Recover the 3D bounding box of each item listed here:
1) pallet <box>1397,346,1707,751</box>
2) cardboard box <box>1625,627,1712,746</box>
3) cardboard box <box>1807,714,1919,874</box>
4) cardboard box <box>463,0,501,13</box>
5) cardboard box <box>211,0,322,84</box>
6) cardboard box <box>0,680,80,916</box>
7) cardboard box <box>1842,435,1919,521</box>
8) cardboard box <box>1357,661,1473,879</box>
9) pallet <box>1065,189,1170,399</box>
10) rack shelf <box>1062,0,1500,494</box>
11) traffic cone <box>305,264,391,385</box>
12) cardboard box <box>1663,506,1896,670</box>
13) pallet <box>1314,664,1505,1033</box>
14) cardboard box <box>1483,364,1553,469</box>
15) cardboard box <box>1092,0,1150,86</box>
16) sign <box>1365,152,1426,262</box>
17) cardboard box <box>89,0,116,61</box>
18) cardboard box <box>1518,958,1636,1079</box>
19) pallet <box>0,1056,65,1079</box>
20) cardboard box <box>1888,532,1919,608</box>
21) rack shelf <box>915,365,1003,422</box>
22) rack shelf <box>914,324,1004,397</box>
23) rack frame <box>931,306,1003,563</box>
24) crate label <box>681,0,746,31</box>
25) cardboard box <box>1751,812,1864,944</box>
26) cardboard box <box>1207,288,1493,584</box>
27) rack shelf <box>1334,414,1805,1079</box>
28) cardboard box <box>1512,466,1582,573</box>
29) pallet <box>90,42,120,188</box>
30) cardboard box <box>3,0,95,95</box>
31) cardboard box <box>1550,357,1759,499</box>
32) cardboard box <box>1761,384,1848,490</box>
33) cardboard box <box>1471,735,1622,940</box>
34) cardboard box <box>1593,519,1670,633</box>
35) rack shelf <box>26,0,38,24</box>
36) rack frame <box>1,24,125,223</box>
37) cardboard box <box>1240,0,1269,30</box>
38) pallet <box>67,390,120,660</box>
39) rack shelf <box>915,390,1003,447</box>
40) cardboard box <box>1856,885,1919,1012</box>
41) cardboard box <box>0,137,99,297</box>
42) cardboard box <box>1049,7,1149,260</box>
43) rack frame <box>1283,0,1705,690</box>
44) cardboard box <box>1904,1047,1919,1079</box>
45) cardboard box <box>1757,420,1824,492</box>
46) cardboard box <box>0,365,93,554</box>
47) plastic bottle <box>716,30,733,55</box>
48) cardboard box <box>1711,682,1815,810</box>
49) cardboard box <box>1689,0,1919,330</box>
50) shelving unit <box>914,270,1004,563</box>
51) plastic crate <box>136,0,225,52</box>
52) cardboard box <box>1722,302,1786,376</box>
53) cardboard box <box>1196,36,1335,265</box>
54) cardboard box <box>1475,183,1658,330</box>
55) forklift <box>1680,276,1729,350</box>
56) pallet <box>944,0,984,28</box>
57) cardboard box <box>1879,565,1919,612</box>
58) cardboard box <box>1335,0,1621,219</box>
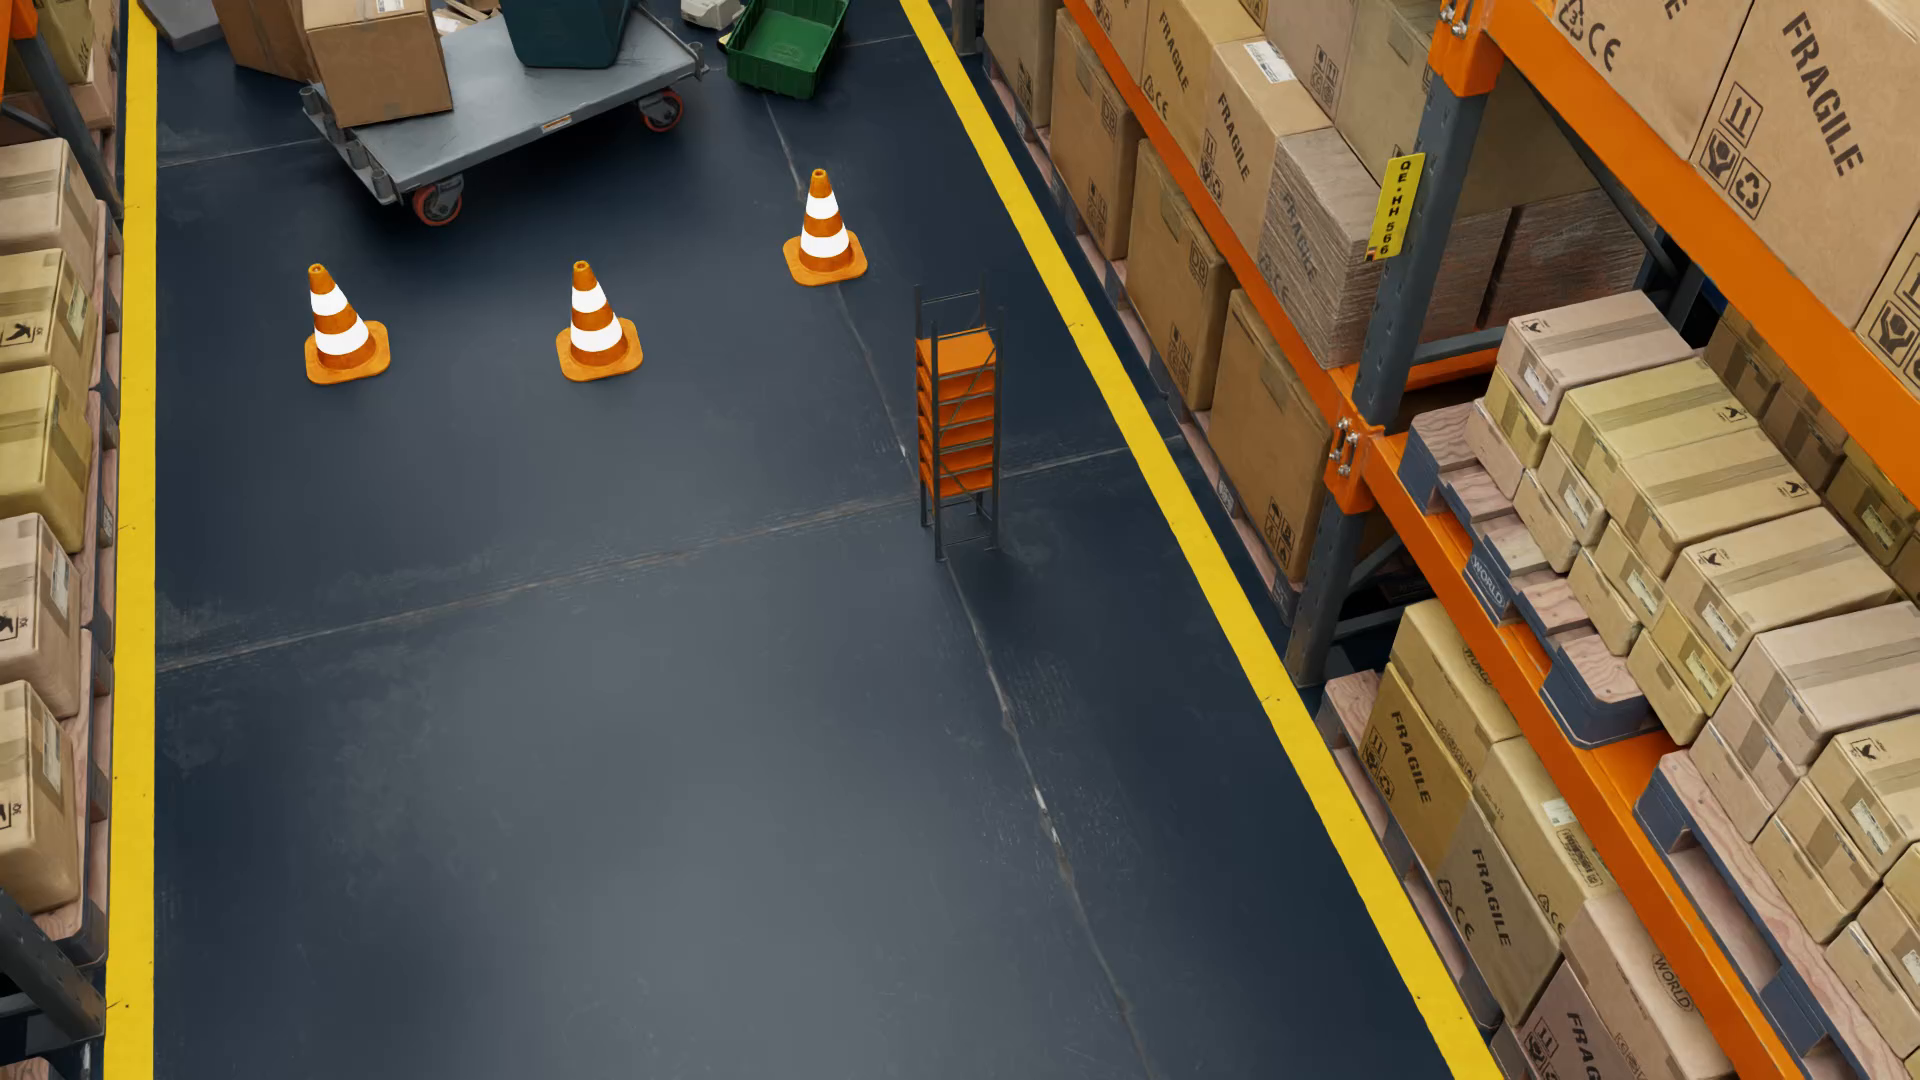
[{"bbox_3d":[1.951,-0.042,4.449,1.213,0.211,1.003,-13,51,-11],"label":"pallet"},{"bbox_3d":[1.818,0.307,3.919,0.380,0.149,0.250,-11,51,-9],"label":"cardboard box"},{"bbox_3d":[1.980,0.494,3.372,0.380,0.149,0.250,-12,51,-10],"label":"cardboard box"},{"bbox_3d":[-2.204,-3.098,8.444,0.797,0.637,0.503,-13,51,-11],"label":"cardboard box"},{"bbox_3d":[-3.261,-2.615,8.126,0.500,0.500,0.500,18,52,14],"label":"cardboard box"},{"bbox_3d":[-3.218,0.889,4.983,0.950,0.372,0.625,-16,52,-13],"label":"cardboard box"},{"bbox_3d":[2.371,-0.217,3.972,0.380,0.149,0.250,-12,51,-10],"label":"cardboard box"},{"bbox_3d":[1.604,0.644,5.106,0.500,0.500,0.500,-15,52,-13],"label":"cardboard box"},{"bbox_3d":[1.120,-1.184,7.110,1.003,0.211,1.213,-13,51,-11],"label":"pallet"},{"bbox_3d":[1.047,-1.830,6.301,1.077,0.370,4.000,-13,51,-11],"label":"rack shelf"},{"bbox_3d":[-2.539,-0.922,6.725,0.336,0.463,0.334,-13,51,-11],"label":"traffic cone"},{"bbox_3d":[1.818,0.104,3.701,0.380,0.149,0.250,-15,52,-12],"label":"cardboard box"},{"bbox_3d":[1.868,0.869,5.379,1.003,0.211,1.213,-13,51,-11],"label":"pallet"},{"bbox_3d":[1.589,-0.353,4.281,0.380,0.149,0.250,-11,51,-9],"label":"cardboard box"},{"bbox_3d":[0.799,-2.004,5.912,0.500,0.500,0.500,-13,51,-10],"label":"cardboard box"},{"bbox_3d":[1.109,-0.846,4.244,0.100,0.325,0.005,-13,51,-11],"label":"sign"},{"bbox_3d":[-4.329,-2.458,7.884,0.500,0.250,0.500,-11,51,-9],"label":"cardboard box"},{"bbox_3d":[1.912,1.384,4.481,0.500,0.500,0.500,-14,51,-12],"label":"cardboard box"},{"bbox_3d":[-2.900,2.084,4.355,1.003,0.211,1.213,-13,51,-11],"label":"pallet"},{"bbox_3d":[2.454,0.076,3.919,0.380,0.149,0.250,-13,51,-11],"label":"cardboard box"},{"bbox_3d":[-0.004,-0.523,5.651,0.258,0.103,0.180,-13,51,-11],"label":"rack shelf"},{"bbox_3d":[-0.004,-0.601,5.559,0.258,0.103,0.180,-13,51,-11],"label":"rack shelf"},{"bbox_3d":[0.023,-0.330,5.744,0.240,1.200,0.006,-13,51,-11],"label":"rack frame"},{"bbox_3d":[-1.273,-2.726,8.458,0.250,0.136,0.298,26,55,20],"label":"crate label"},{"bbox_3d":[1.972,0.685,3.600,0.380,0.149,0.250,-13,51,-10],"label":"cardboard box"},{"bbox_3d":[1.544,-0.476,5.886,1.050,0.750,0.750,-14,51,-11],"label":"cardboard box"},{"bbox_3d":[2.230,1.092,3.838,1.077,0.370,4.000,-13,51,-11],"label":"rack shelf"},{"bbox_3d":[1.657,-0.087,4.251,0.380,0.149,0.250,-11,51,-9],"label":"cardboard box"},{"bbox_3d":[-4.476,-1.913,7.725,1.003,0.211,1.213,-13,51,-11],"label":"pallet"},{"bbox_3d":[-4.160,-2.312,7.270,0.500,0.500,0.500,-11,51,-9],"label":"cardboard box"},{"bbox_3d":[1.672,-0.270,4.016,0.380,0.149,0.250,-15,51,-12],"label":"cardboard box"},{"bbox_3d":[2.300,-0.299,4.235,0.380,0.149,0.250,-12,51,-10],"label":"cardboard box"},{"bbox_3d":[1.761,0.757,4.520,0.500,0.250,0.500,-14,51,-11],"label":"cardboard box"},{"bbox_3d":[1.753,0.039,3.950,0.380,0.149,0.250,-15,51,-12],"label":"cardboard box"},{"bbox_3d":[-4.835,-3.558,7.758,1.077,0.370,4.000,-13,51,-11],"label":"rack shelf"},{"bbox_3d":[-4.244,-2.329,6.252,1.000,3.000,0.127,-13,51,-11],"label":"rack frame"},{"bbox_3d":[1.210,-2.029,5.279,0.700,0.500,0.500,-14,51,-12],"label":"cardboard box"},{"bbox_3d":[-3.647,0.031,6.086,1.003,0.211,1.213,-13,51,-11],"label":"pallet"},{"bbox_3d":[-0.004,-0.446,5.742,0.258,0.103,0.180,-13,51,-11],"label":"rack shelf"},{"bbox_3d":[2.055,0.784,3.322,0.380,0.149,0.250,-12,51,-10],"label":"cardboard box"},{"bbox_3d":[-4.086,-1.235,6.773,0.950,0.372,0.625,-13,51,-11],"label":"cardboard box"},{"bbox_3d":[1.006,-1.794,6.997,1.050,0.750,0.750,-13,51,-11],"label":"cardboard box"},{"bbox_3d":[1.638,-0.601,4.795,1.000,3.000,0.127,-13,51,-11],"label":"rack frame"},{"bbox_3d":[2.126,1.070,3.275,0.380,0.149,0.250,-11,51,-9],"label":"cardboard box"},{"bbox_3d":[2.295,-0.217,4.361,0.380,0.149,0.250,-13,51,-11],"label":"cardboard box"},{"bbox_3d":[-3.663,-0.203,5.904,0.950,0.372,0.625,-12,51,-10],"label":"cardboard box"},{"bbox_3d":[-1.068,-2.436,8.263,0.283,0.061,0.133,35,58,26],"label":"plastic bottle"},{"bbox_3d":[1.901,0.406,3.641,0.380,0.149,0.250,-13,51,-11],"label":"cardboard box"},{"bbox_3d":[1.707,-0.759,2.901,0.500,0.500,0.500,-13,51,-11],"label":"cardboard box"},{"bbox_3d":[-0.004,-0.397,5.800,0.258,1.200,0.189,-13,51,-11],"label":"shelving unit"},{"bbox_3d":[-3.925,-2.720,8.491,0.402,0.080,0.583,-30,56,-23],"label":"plastic crate"},{"bbox_3d":[2.221,-0.593,4.288,0.380,0.149,0.250,-15,52,-12],"label":"cardboard box"},{"bbox_3d":[1.102,-1.266,5.290,0.500,0.500,0.500,-13,51,-11],"label":"cardboard box"},{"bbox_3d":[1.763,-1.022,5.084,0.500,0.500,0.500,-13,51,-11],"label":"cardboard box"},{"bbox_3d":[4.477,-1.939,5.967,3.031,2.935,1.130,-13,51,-10],"label":"forklift"},{"bbox_3d":[0.305,-3.196,8.807,1.003,0.211,1.213,-13,51,-11],"label":"pallet"},{"bbox_3d":[2.441,0.154,4.048,0.380,0.149,0.250,-14,51,-11],"label":"cardboard box"},{"bbox_3d":[1.515,-1.285,4.652,0.700,0.500,0.500,-14,51,-11],"label":"cardboard box"}]
